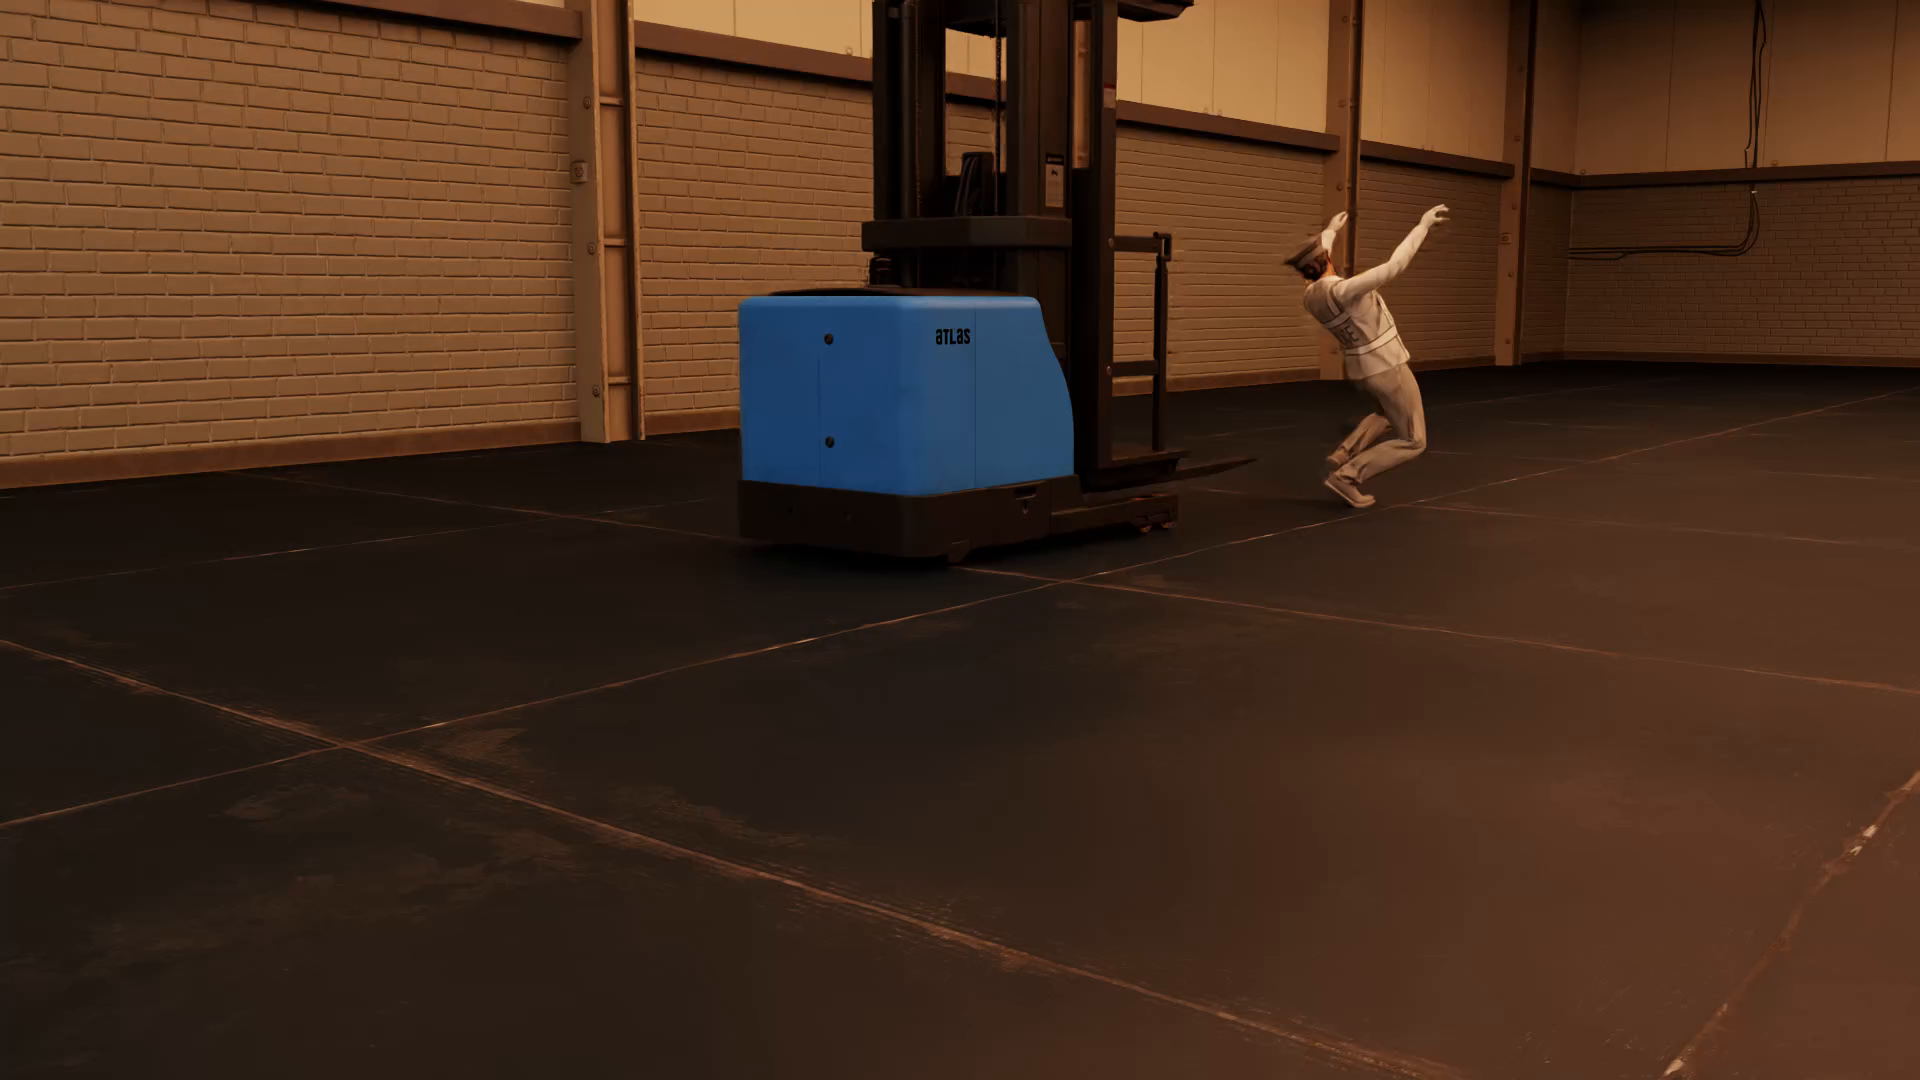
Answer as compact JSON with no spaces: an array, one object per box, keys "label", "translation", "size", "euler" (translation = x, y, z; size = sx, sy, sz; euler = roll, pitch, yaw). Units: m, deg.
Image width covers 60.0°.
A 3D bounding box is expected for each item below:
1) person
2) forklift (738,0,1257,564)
[{"label":"person","translation":[2.020,-0.948,8.619],"size":[0.761,1.530,0.876],"euler":[-1,8,-10]},{"label":"forklift","translation":[0.373,-1.522,7.685],"size":[1.130,2.935,3.031],"euler":[7,11,38]}]
